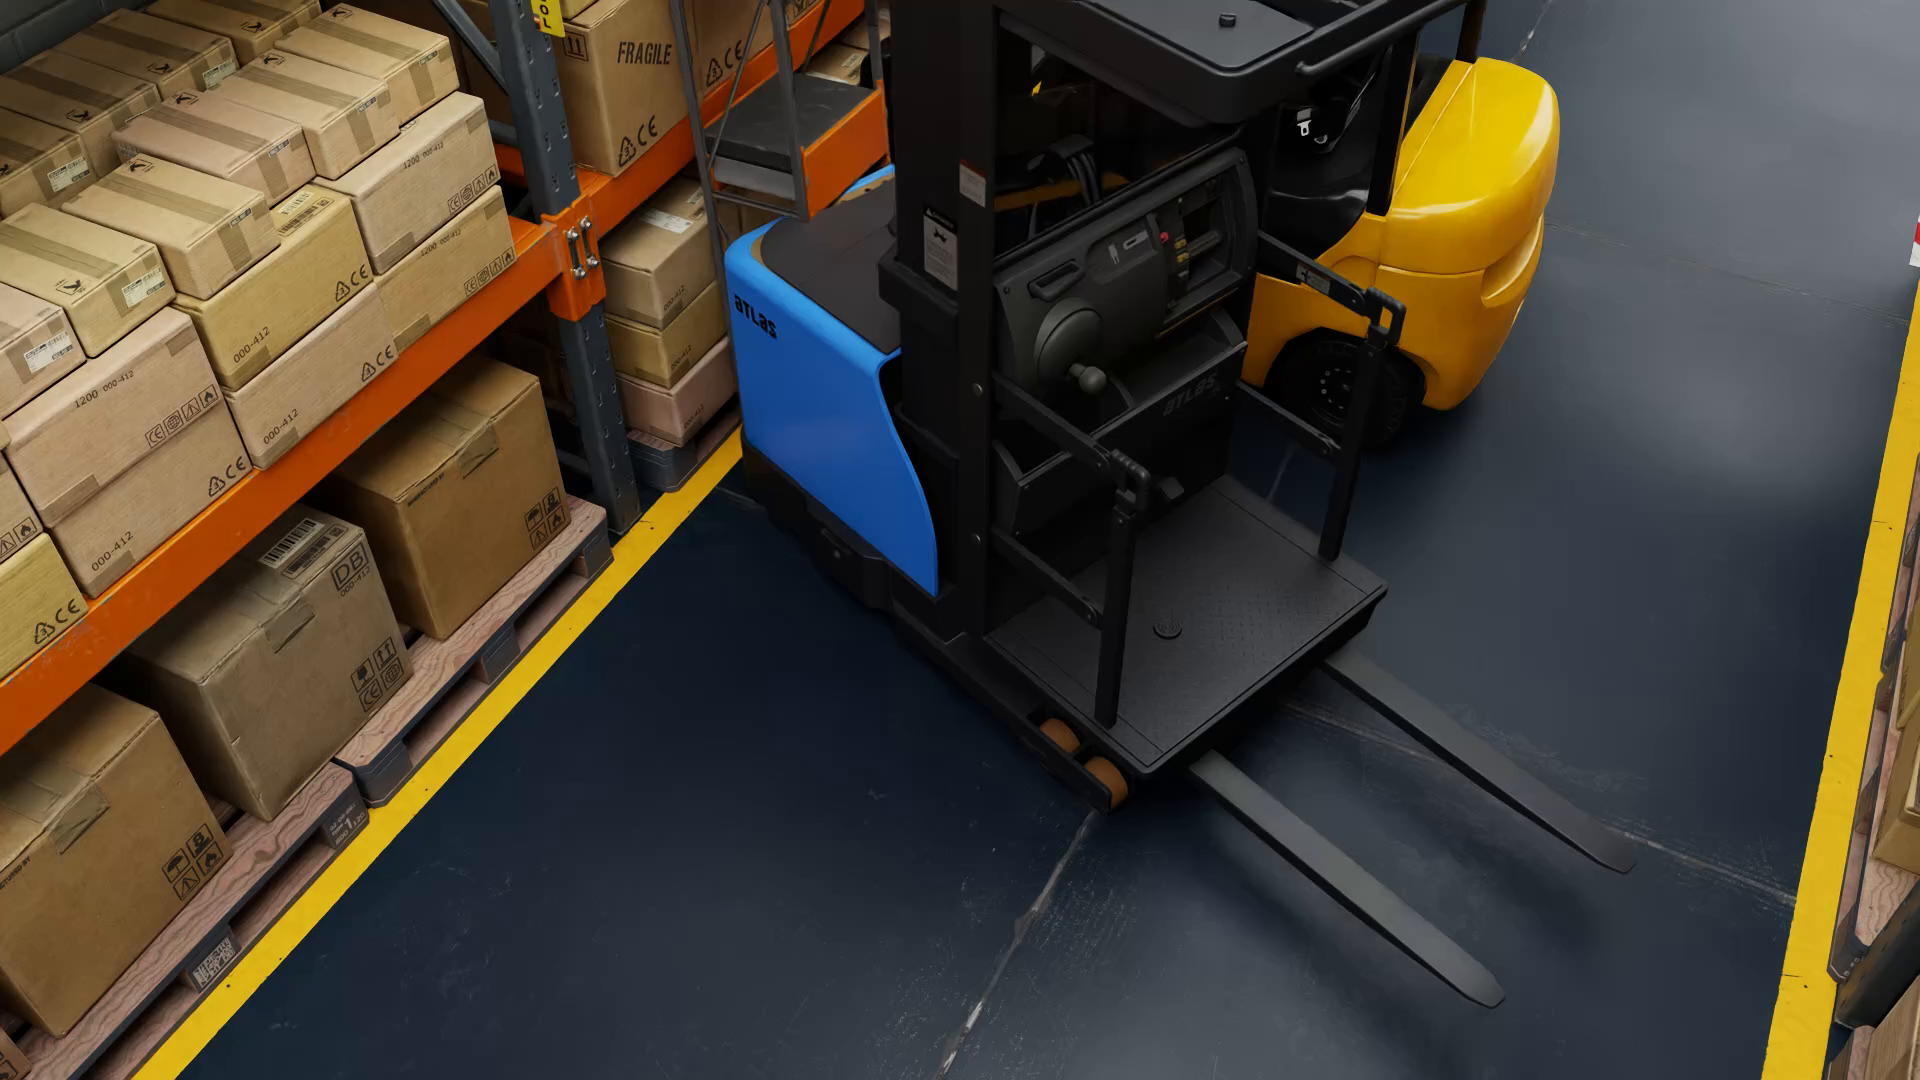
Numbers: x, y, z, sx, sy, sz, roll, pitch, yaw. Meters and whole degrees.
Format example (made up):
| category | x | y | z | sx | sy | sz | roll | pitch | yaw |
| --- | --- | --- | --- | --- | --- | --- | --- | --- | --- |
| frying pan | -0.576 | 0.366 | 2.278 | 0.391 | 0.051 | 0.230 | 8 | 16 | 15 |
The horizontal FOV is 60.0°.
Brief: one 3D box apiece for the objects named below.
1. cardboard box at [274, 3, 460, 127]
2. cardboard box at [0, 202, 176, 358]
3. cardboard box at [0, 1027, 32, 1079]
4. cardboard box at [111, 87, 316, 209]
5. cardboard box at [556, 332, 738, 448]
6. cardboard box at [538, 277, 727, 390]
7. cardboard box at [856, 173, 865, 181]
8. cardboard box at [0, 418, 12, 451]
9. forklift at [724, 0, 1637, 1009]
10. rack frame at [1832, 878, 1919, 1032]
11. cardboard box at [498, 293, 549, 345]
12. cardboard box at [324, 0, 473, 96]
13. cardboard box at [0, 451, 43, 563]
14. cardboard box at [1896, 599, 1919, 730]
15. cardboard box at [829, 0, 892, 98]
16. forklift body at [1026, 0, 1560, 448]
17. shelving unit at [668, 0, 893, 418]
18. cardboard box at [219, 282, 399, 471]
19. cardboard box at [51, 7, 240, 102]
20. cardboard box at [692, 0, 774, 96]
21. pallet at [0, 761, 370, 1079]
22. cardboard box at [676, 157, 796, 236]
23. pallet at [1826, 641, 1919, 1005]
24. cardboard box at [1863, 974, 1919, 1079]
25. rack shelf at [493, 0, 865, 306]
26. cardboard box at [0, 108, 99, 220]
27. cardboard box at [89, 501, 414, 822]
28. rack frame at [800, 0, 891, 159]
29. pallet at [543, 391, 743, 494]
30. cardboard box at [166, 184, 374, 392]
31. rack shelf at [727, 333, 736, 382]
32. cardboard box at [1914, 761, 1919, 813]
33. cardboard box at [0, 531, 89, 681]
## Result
| category | x | y | z | sx | sy | sz | roll | pitch | yaw |
| --- | --- | --- | --- | --- | --- | --- | --- | --- | --- |
| cardboard box | -1.545 | -1.240 | 4.341 | 0.380 | 0.149 | 0.250 | 22 | 49 | 20 |
| cardboard box | -1.991 | -0.581 | 3.689 | 0.380 | 0.149 | 0.250 | 19 | 48 | 18 |
| cardboard box | -2.842 | 1.139 | 3.890 | 0.875 | 0.625 | 0.625 | 22 | 49 | 20 |
| cardboard box | -1.809 | -0.935 | 4.039 | 0.380 | 0.149 | 0.250 | 20 | 49 | 19 |
| cardboard box | -1.066 | -0.642 | 5.914 | 0.500 | 0.250 | 0.500 | 21 | 49 | 19 |
| cardboard box | -1.086 | -0.825 | 5.743 | 0.500 | 0.250 | 0.500 | 20 | 49 | 19 |
| cardboard box | -0.610 | -1.456 | 6.367 | 0.500 | 0.250 | 0.500 | 20 | 49 | 19 |
| cardboard box | -2.167 | -0.233 | 3.345 | 0.380 | 0.149 | 0.250 | 19 | 48 | 18 |
| forklift | 0.604 | -0.635 | 4.317 | 1.130 | 2.935 | 3.031 | -32 | 54 | -28 |
| rack frame | 2.815 | 0.371 | 3.275 | 1.000 | 3.000 | 0.127 | 20 | 49 | 19 |
| cardboard box | -1.539 | -0.997 | 5.913 | 0.500 | 0.250 | 0.500 | 19 | 48 | 18 |
| cardboard box | -1.614 | -1.673 | 5.224 | 0.500 | 0.500 | 0.500 | 20 | 49 | 19 |
| cardboard box | -2.311 | -0.037 | 3.431 | 0.500 | 0.250 | 0.500 | 21 | 49 | 20 |
| cardboard box | 3.089 | 0.390 | 4.894 | 0.500 | 0.250 | 0.500 | 19 | 48 | 18 |
| cardboard box | -0.363 | -1.963 | 6.517 | 0.500 | 0.250 | 0.500 | 20 | 49 | 18 |
| forklift body | 1.009 | -1.690 | 5.908 | 2.313 | 2.155 | 1.214 | 20 | 49 | 19 |
| shelving unit | -0.529 | -1.206 | 5.414 | 0.431 | 2.100 | 0.503 | 18 | 47 | 23 |
| cardboard box | -1.814 | -0.491 | 4.231 | 0.500 | 0.250 | 0.500 | 20 | 49 | 19 |
| cardboard box | -2.108 | -1.227 | 4.327 | 0.380 | 0.149 | 0.250 | 19 | 48 | 18 |
| cardboard box | -0.919 | -1.828 | 5.377 | 0.500 | 0.500 | 0.500 | 21 | 49 | 20 |
| pallet | -2.456 | 0.963 | 4.650 | 1.003 | 0.211 | 1.213 | 20 | 49 | 19 |
| cardboard box | -0.835 | -1.318 | 5.879 | 0.500 | 0.250 | 0.500 | 21 | 49 | 19 |
| pallet | 3.095 | 0.916 | 4.696 | 1.003 | 0.211 | 1.213 | 20 | 49 | 19 |
| cardboard box | 2.573 | 1.478 | 3.732 | 0.950 | 0.372 | 0.625 | 21 | 49 | 20 |
| rack shelf | -0.655 | -2.273 | 6.393 | 1.077 | 0.370 | 4.000 | 20 | 49 | 19 |
| cardboard box | -2.325 | -0.902 | 4.006 | 0.380 | 0.149 | 0.250 | 20 | 49 | 19 |
| cardboard box | -2.183 | 0.240 | 4.778 | 0.875 | 0.625 | 0.625 | 20 | 49 | 19 |
| rack frame | -0.411 | -1.355 | 5.568 | 0.400 | 2.100 | 0.015 | 18 | 47 | 23 |
| pallet | -1.177 | -0.773 | 6.365 | 1.003 | 0.211 | 1.213 | 20 | 49 | 19 |
| cardboard box | -1.817 | -0.668 | 4.056 | 0.500 | 0.250 | 0.500 | 19 | 48 | 18 |
| rack shelf | -0.492 | -0.679 | 5.893 | 0.431 | 0.518 | 0.480 | 18 | 47 | 23 |
| cardboard box | 2.852 | 0.465 | 4.292 | 0.500 | 0.500 | 0.500 | 20 | 49 | 19 |
| cardboard box | -2.305 | 0.140 | 3.608 | 0.500 | 0.250 | 0.500 | 22 | 49 | 20 |
